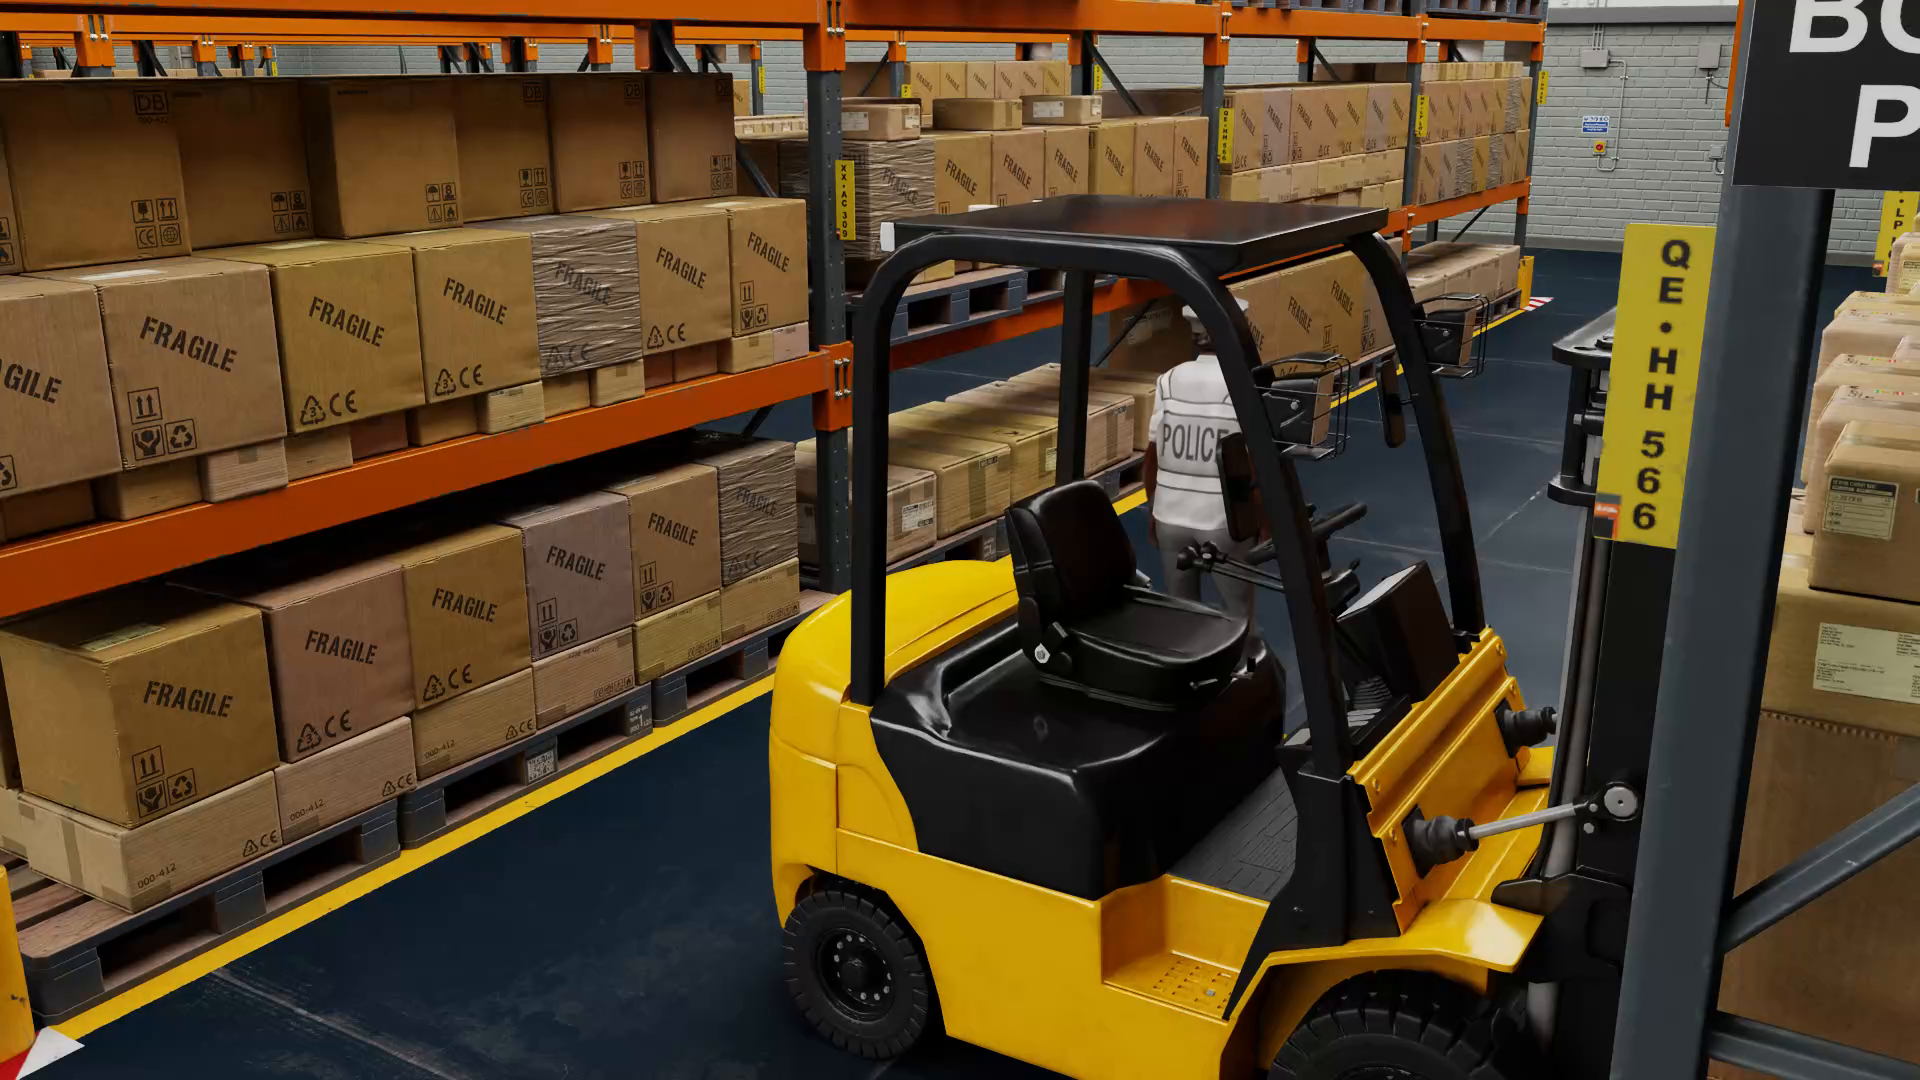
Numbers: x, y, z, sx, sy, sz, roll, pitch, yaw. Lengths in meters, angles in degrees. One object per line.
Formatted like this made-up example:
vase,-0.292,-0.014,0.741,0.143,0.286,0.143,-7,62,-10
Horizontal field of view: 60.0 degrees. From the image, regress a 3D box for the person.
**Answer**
person,0.949,-0.071,6.284,0.513,1.656,0.426,9,19,28
